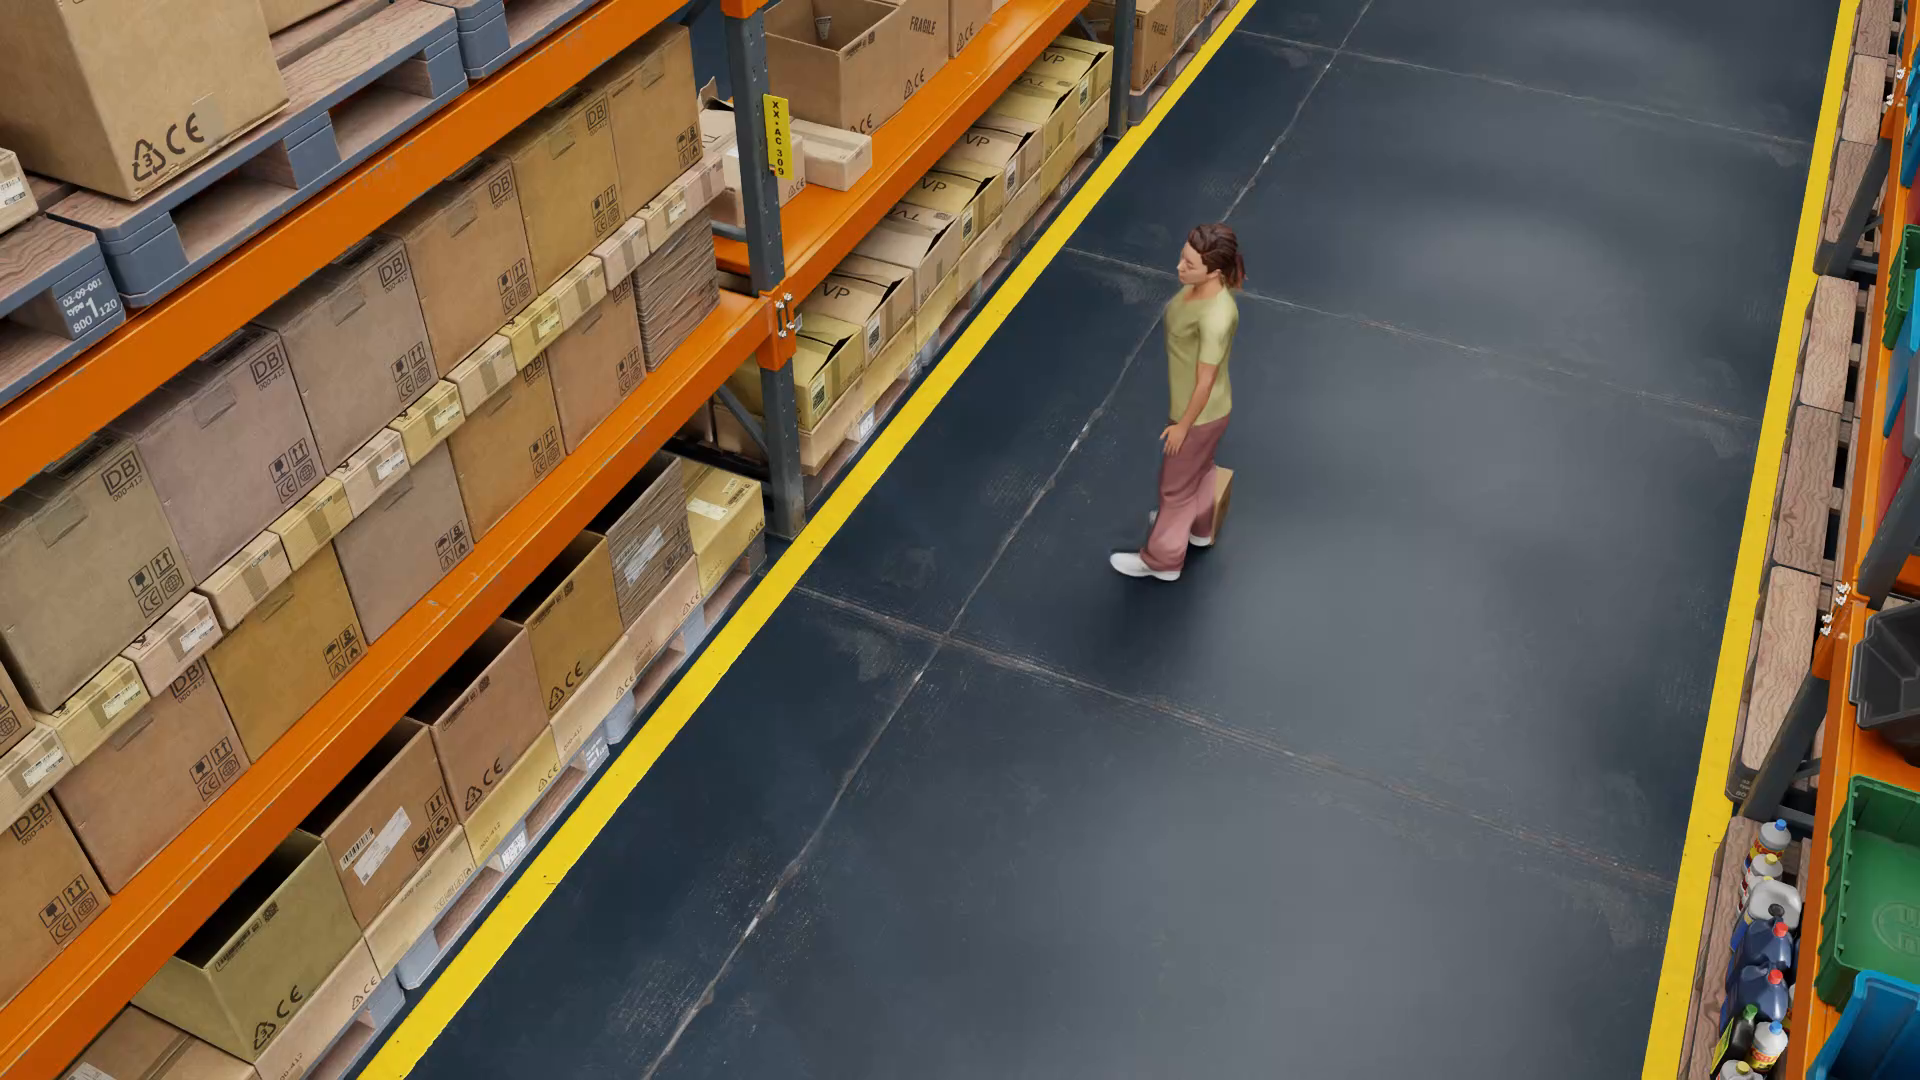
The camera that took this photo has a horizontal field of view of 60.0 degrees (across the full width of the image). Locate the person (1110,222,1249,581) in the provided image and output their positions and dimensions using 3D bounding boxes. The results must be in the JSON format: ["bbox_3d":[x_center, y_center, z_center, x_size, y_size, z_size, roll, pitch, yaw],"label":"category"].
[{"bbox_3d":[0.881,-0.559,6.740,0.455,1.680,0.502,2,42,3],"label":"person"}]
